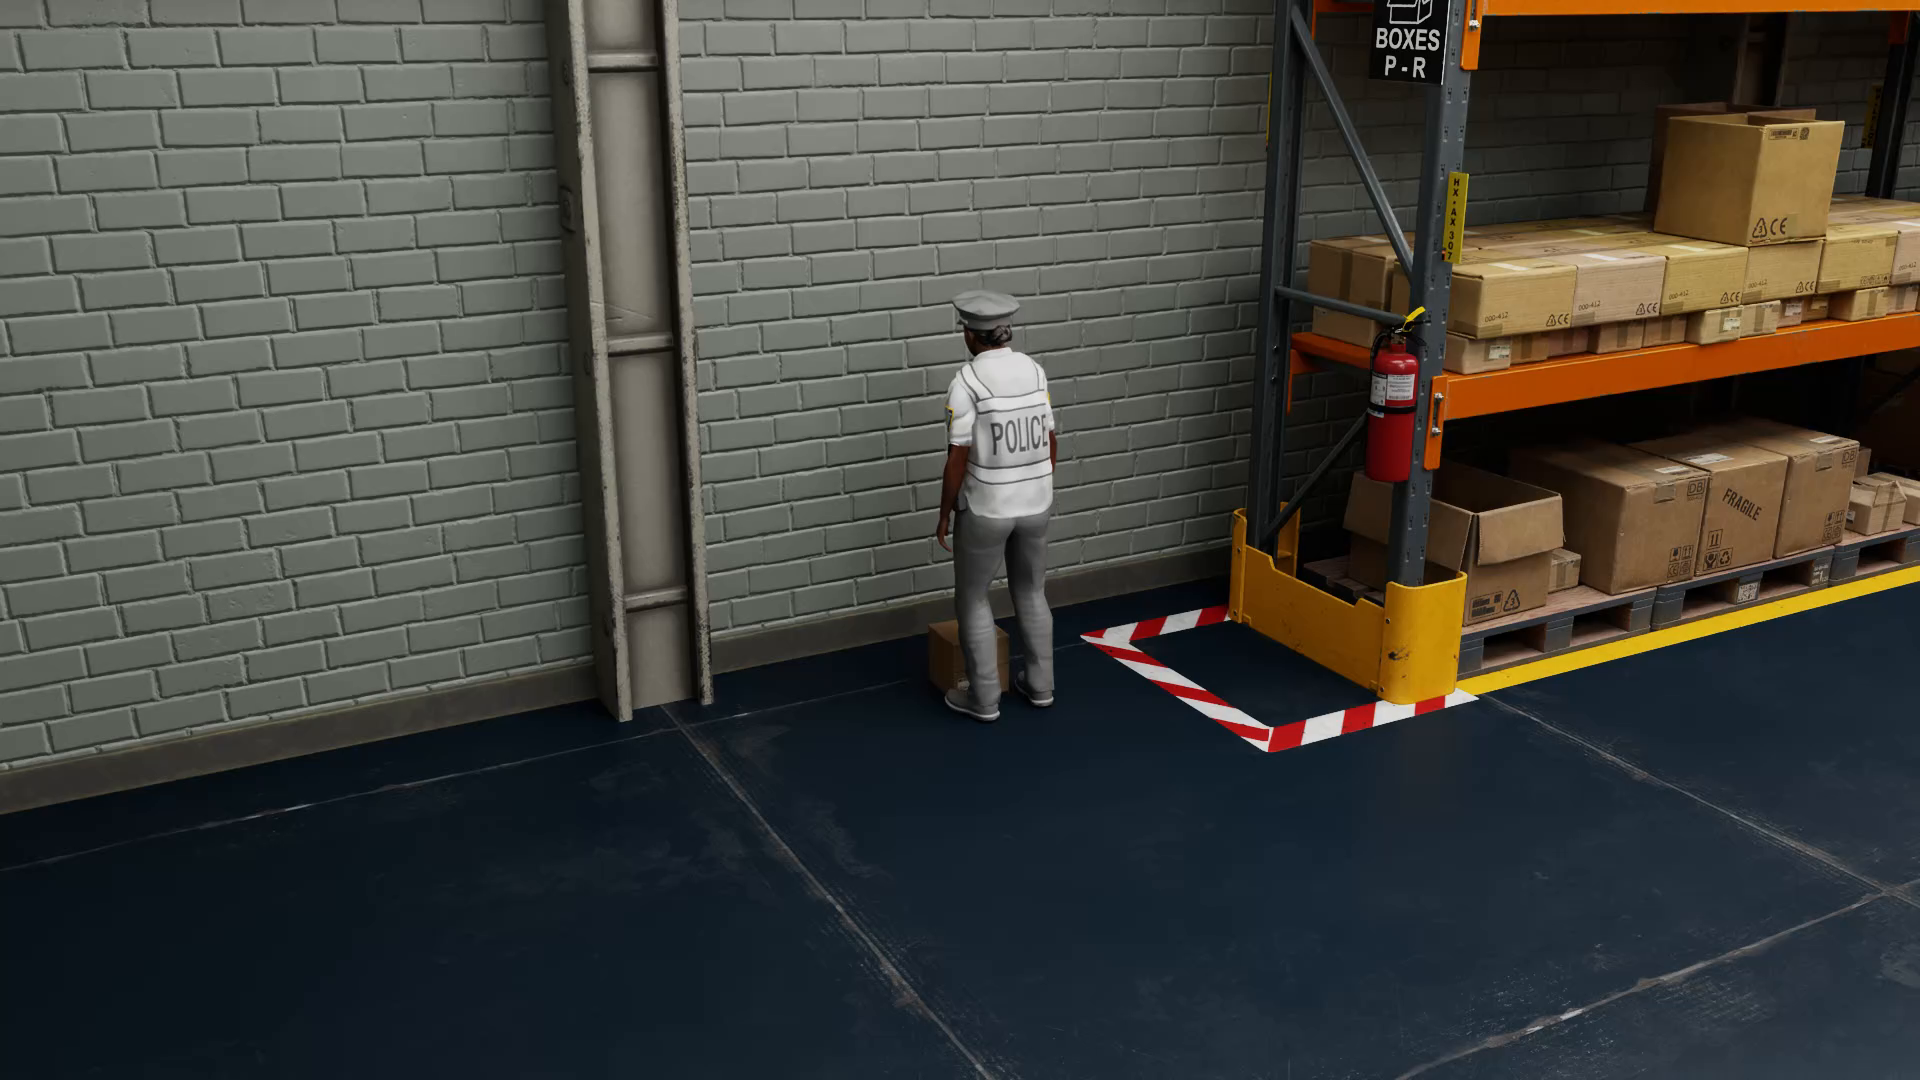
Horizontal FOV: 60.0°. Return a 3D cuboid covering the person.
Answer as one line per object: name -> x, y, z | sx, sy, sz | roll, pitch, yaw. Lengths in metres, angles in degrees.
person -> 0.154, -0.120, 6.415 | 0.527, 1.662, 0.394 | -11, 21, -29
